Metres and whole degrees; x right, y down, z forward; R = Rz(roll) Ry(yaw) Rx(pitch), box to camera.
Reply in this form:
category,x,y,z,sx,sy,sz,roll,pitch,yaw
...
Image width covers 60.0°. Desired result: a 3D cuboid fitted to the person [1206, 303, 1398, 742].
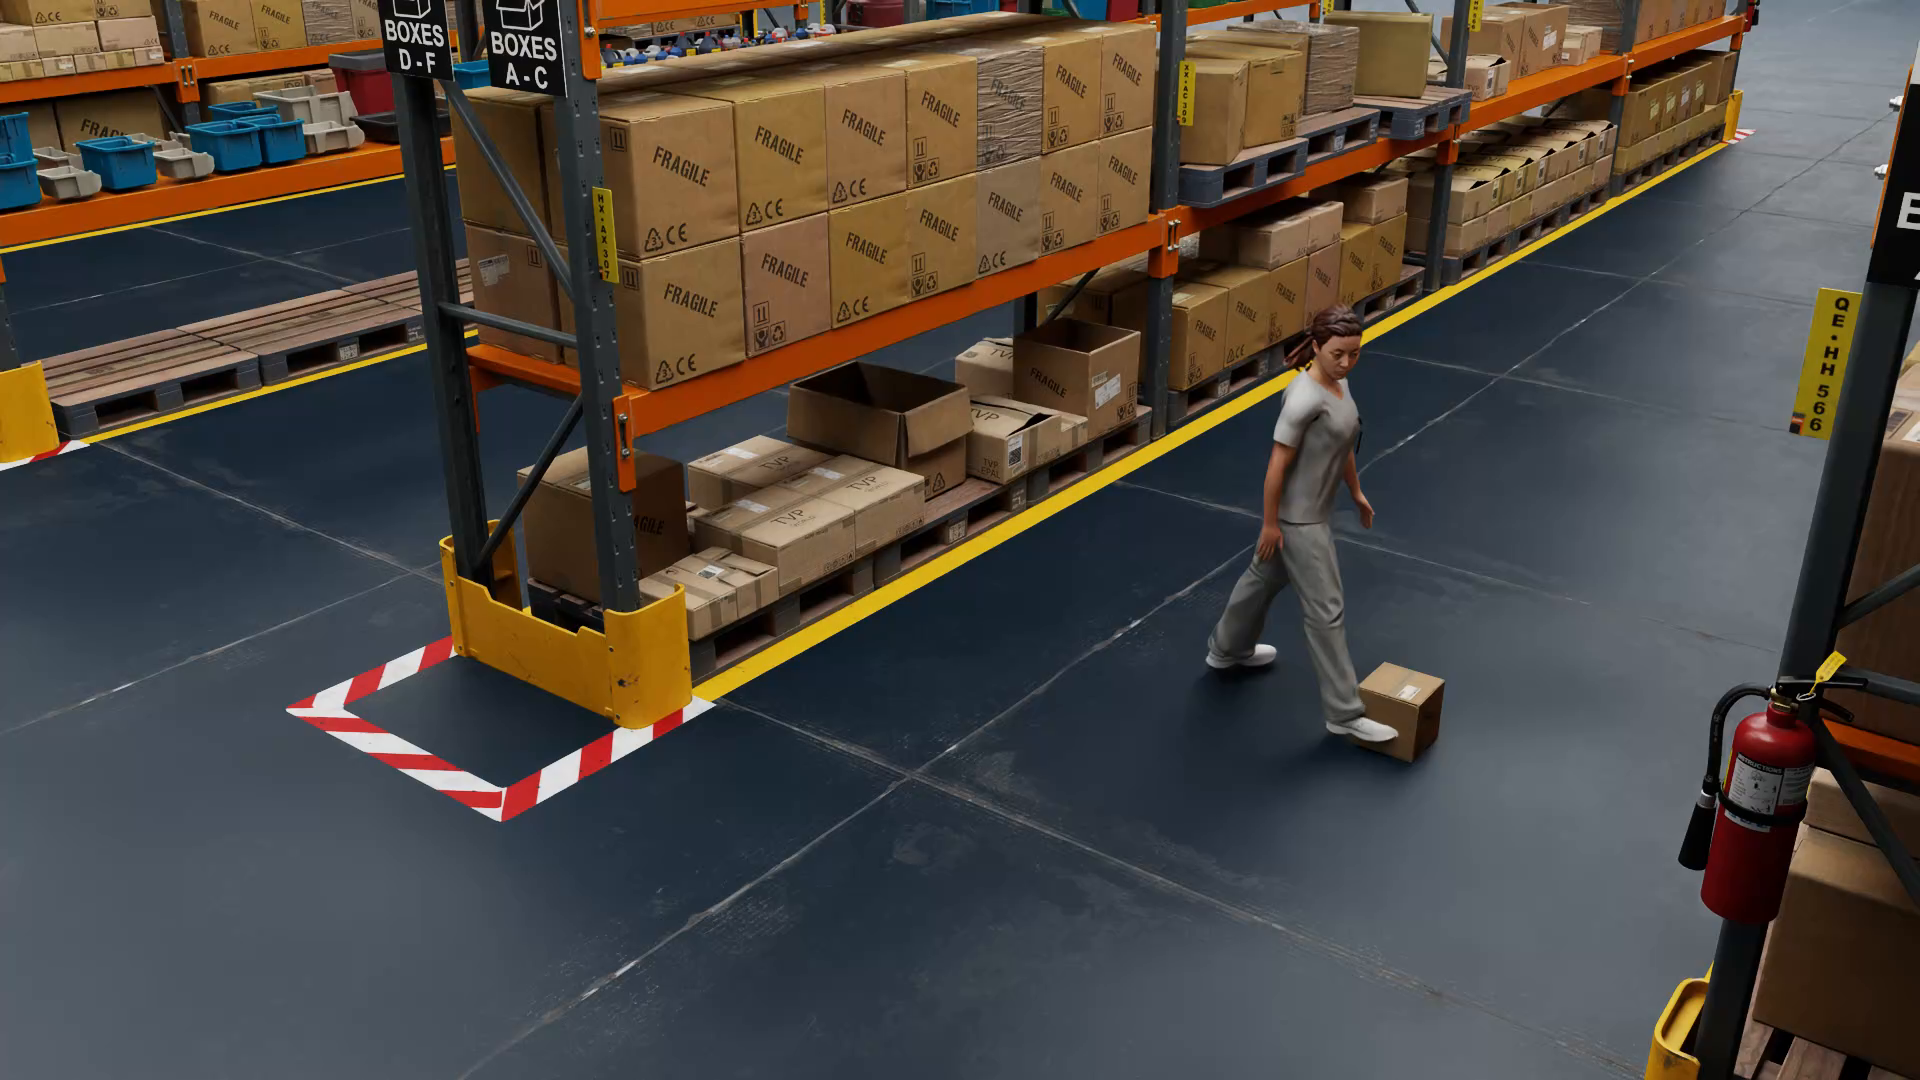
category,x,y,z,sx,sy,sz,roll,pitch,yaw
person,1.367,-0.113,6.346,0.851,1.634,0.603,9,25,20
